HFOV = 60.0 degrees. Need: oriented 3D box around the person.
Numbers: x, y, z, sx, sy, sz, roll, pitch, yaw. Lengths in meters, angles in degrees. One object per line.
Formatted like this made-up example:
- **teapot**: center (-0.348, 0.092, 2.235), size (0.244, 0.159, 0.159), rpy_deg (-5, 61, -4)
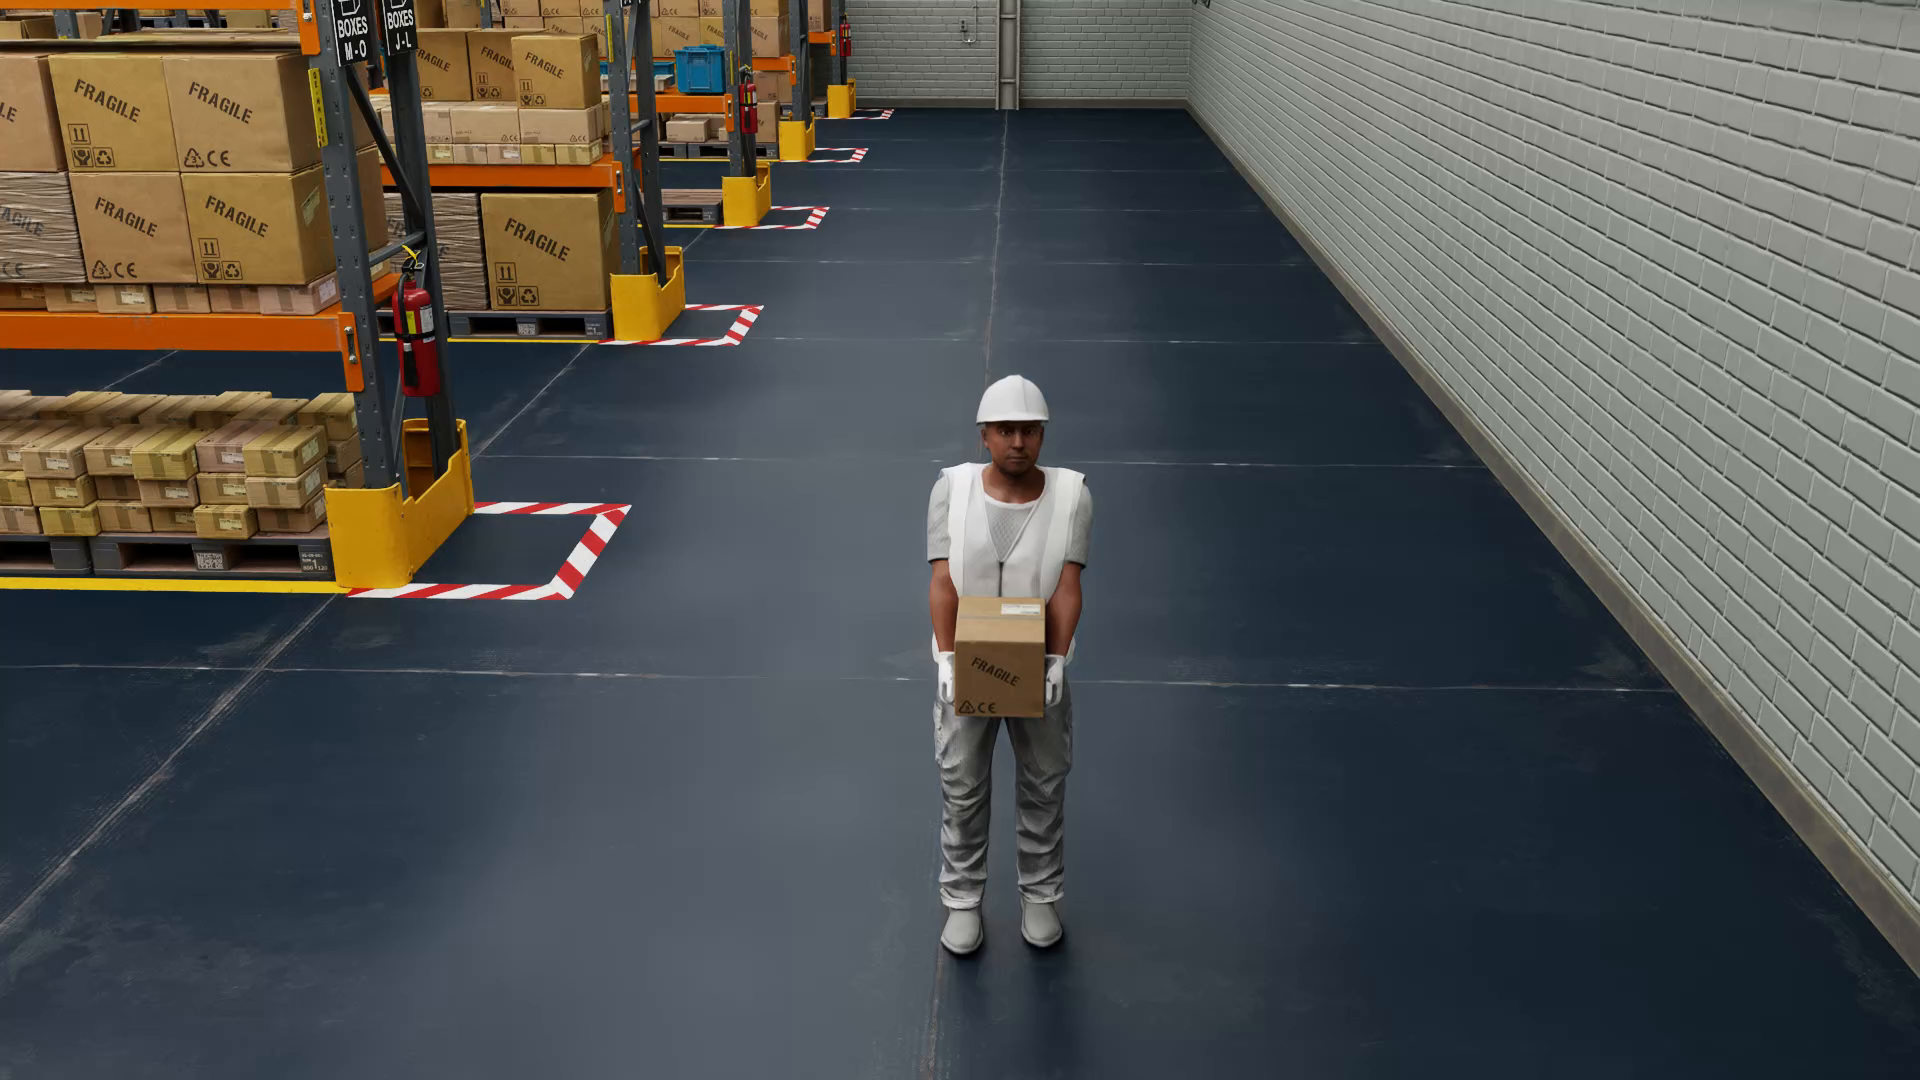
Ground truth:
- **person**: center (0.141, -0.003, 4.796), size (0.488, 0.887, 0.573), rpy_deg (1, 21, 3)
